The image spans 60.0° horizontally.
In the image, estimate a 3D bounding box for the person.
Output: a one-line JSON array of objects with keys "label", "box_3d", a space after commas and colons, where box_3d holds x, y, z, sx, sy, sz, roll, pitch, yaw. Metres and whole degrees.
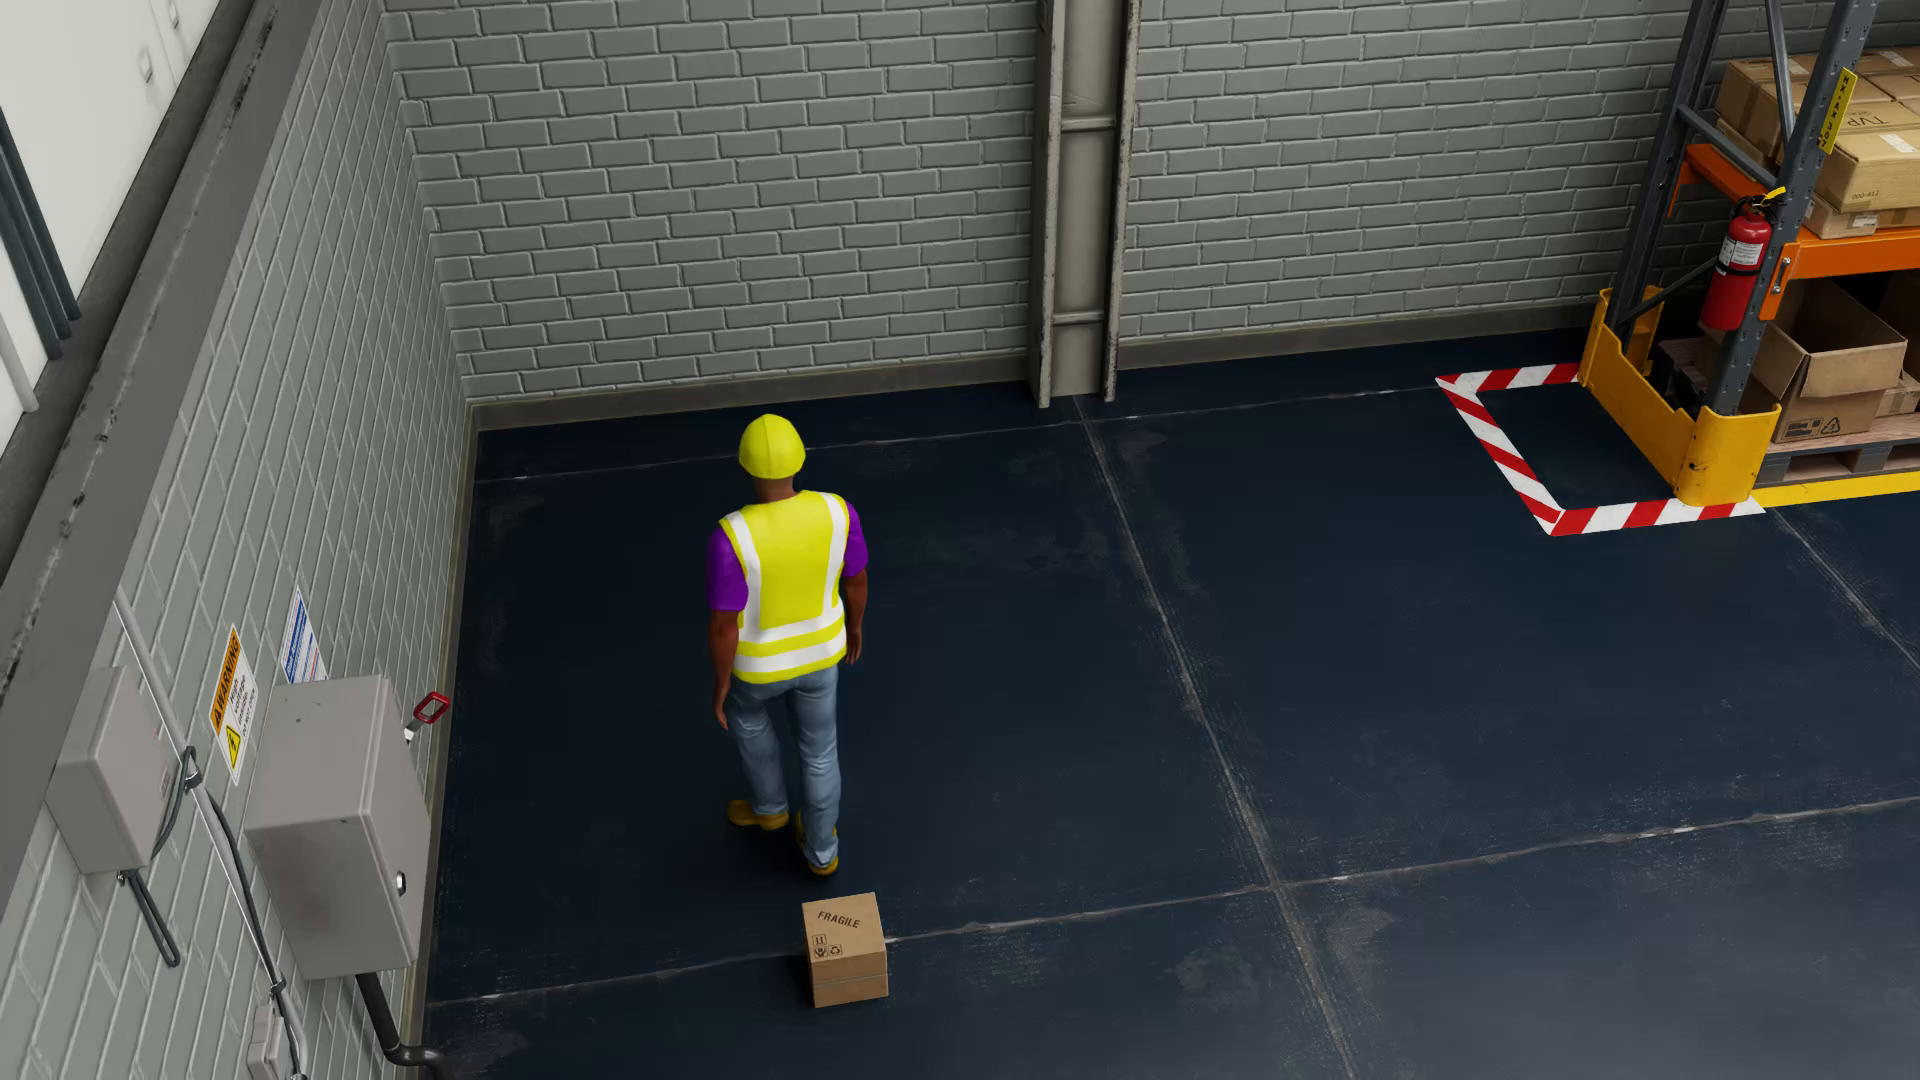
[{"label": "person", "box_3d": [-0.573, 0.400, 5.636, 0.607, 1.785, 0.561, -14, 40, -16]}]
